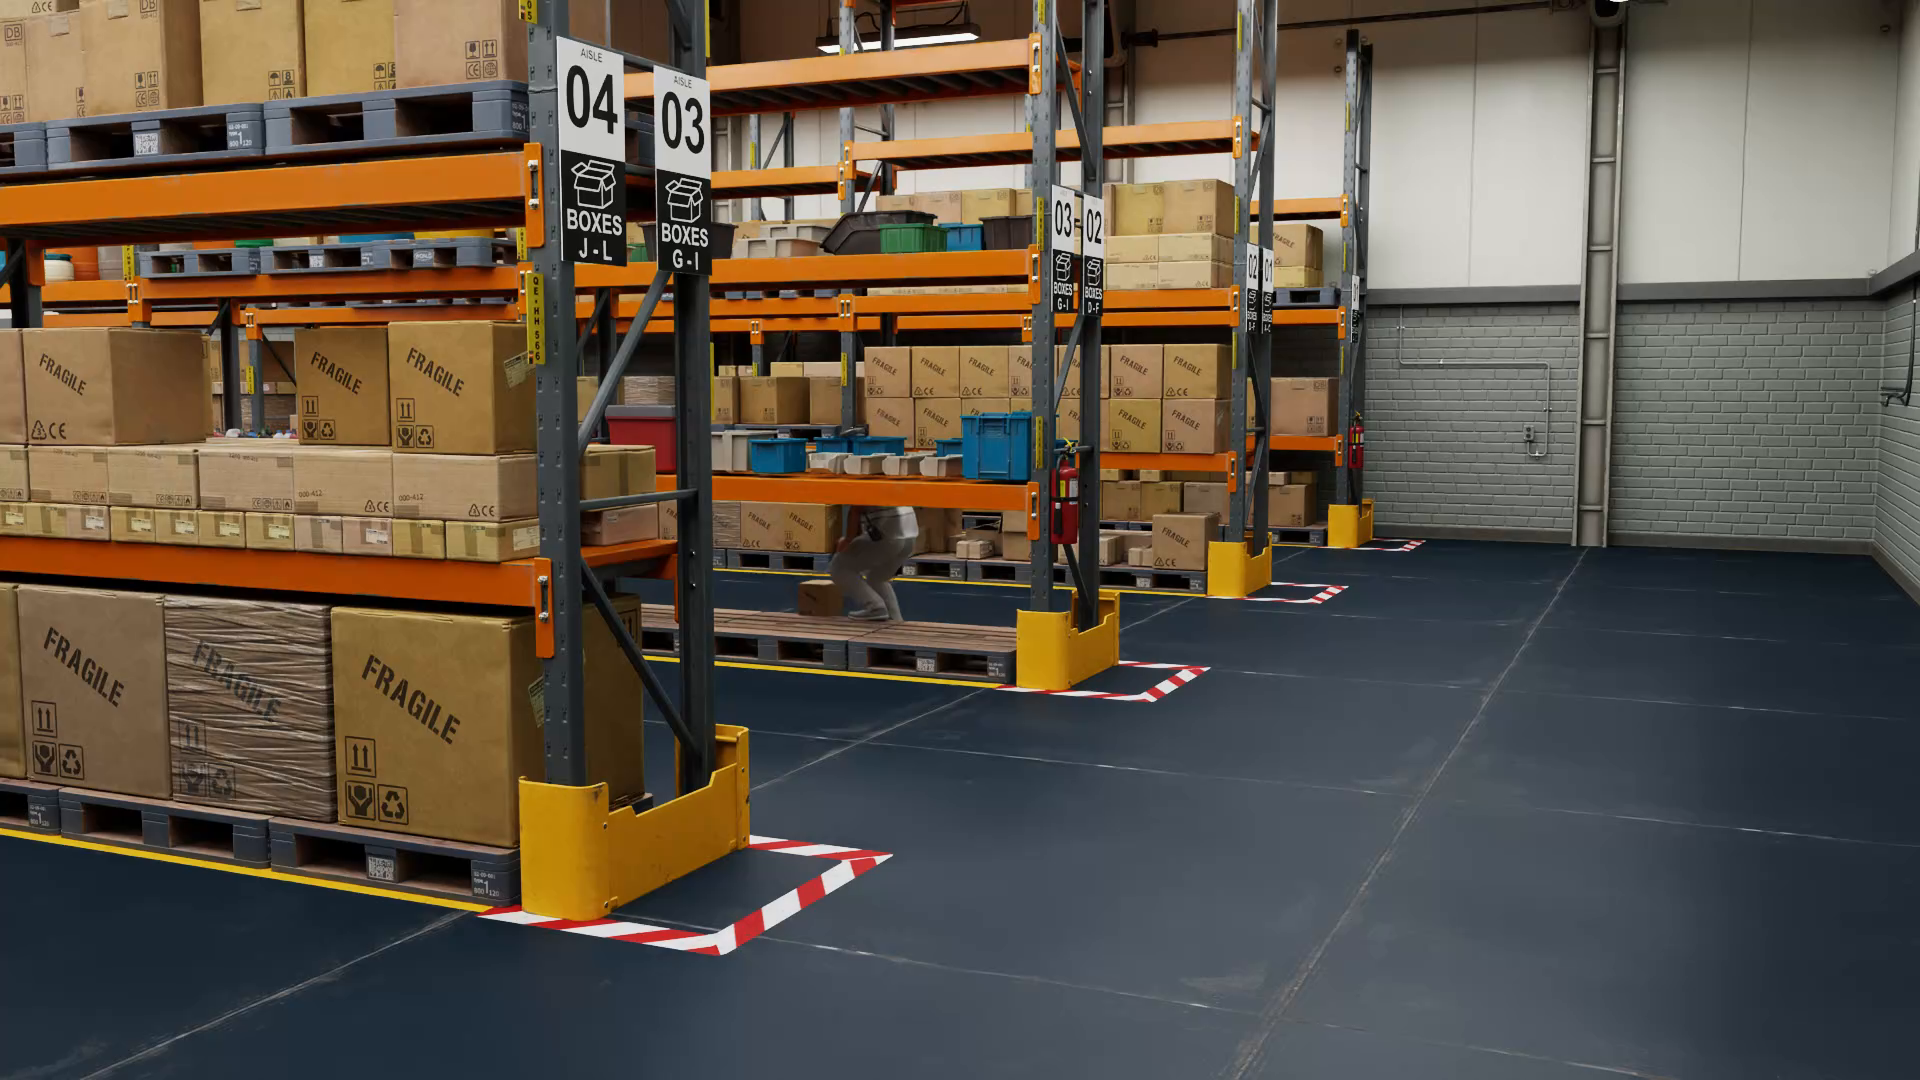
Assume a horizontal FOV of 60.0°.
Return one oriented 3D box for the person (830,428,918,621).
[{"bbox_3d":[-0.647,-0.015,12.358,0.618,1.629,0.575,3,6,25],"label":"person"}]
